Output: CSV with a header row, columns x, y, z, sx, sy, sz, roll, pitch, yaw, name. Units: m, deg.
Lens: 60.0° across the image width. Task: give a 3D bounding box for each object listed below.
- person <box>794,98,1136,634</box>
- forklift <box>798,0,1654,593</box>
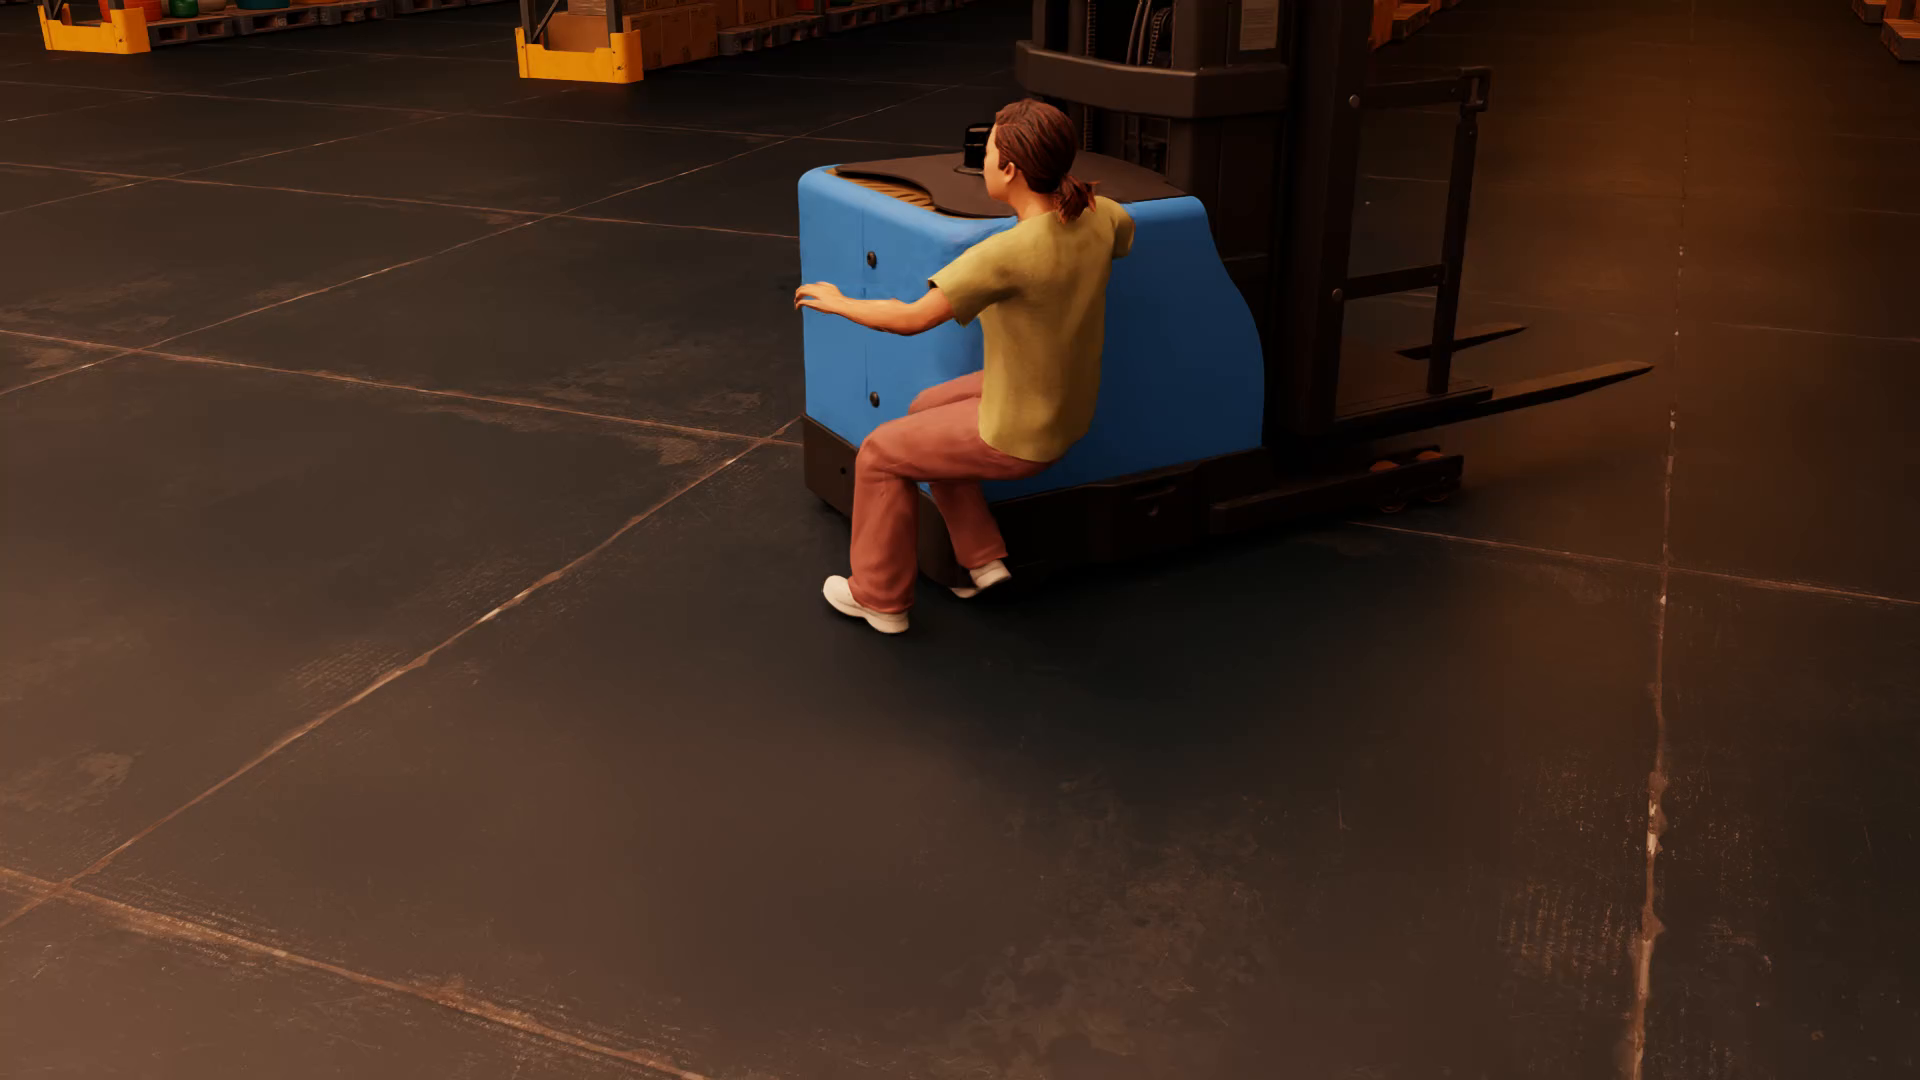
x,y,z,sx,sy,sz,roll,pitch,yaw,name
-0.011,-0.409,4.214,0.836,1.428,0.872,12,26,27,person
1.037,-1.600,5.121,3.031,2.935,1.130,-12,26,-27,forklift
